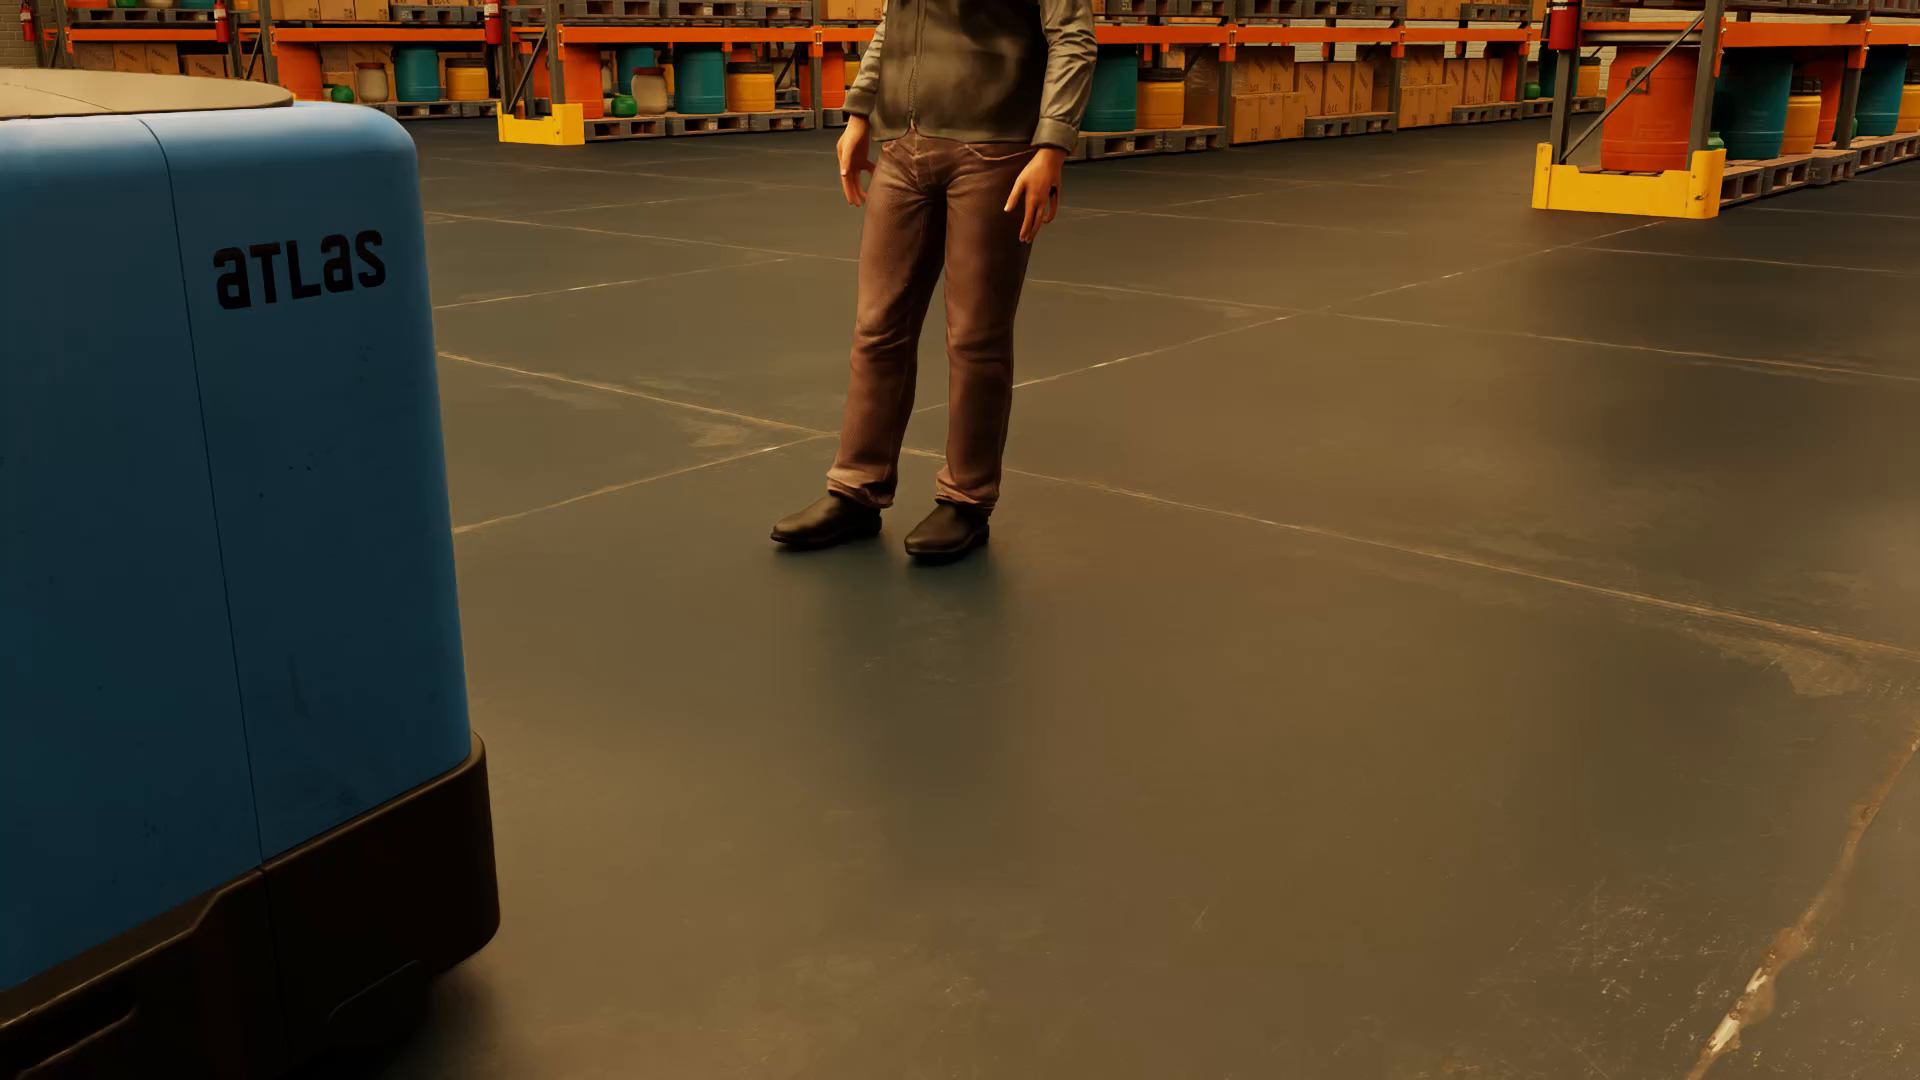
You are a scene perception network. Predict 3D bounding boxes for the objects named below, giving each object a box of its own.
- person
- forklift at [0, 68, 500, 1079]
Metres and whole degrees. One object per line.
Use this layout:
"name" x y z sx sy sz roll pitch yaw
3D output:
"person" -0.046 -0.818 3.649 0.632 1.720 0.568 13 21 37
"forklift" -1.738 -0.546 0.695 1.130 2.935 3.031 9 19 28
